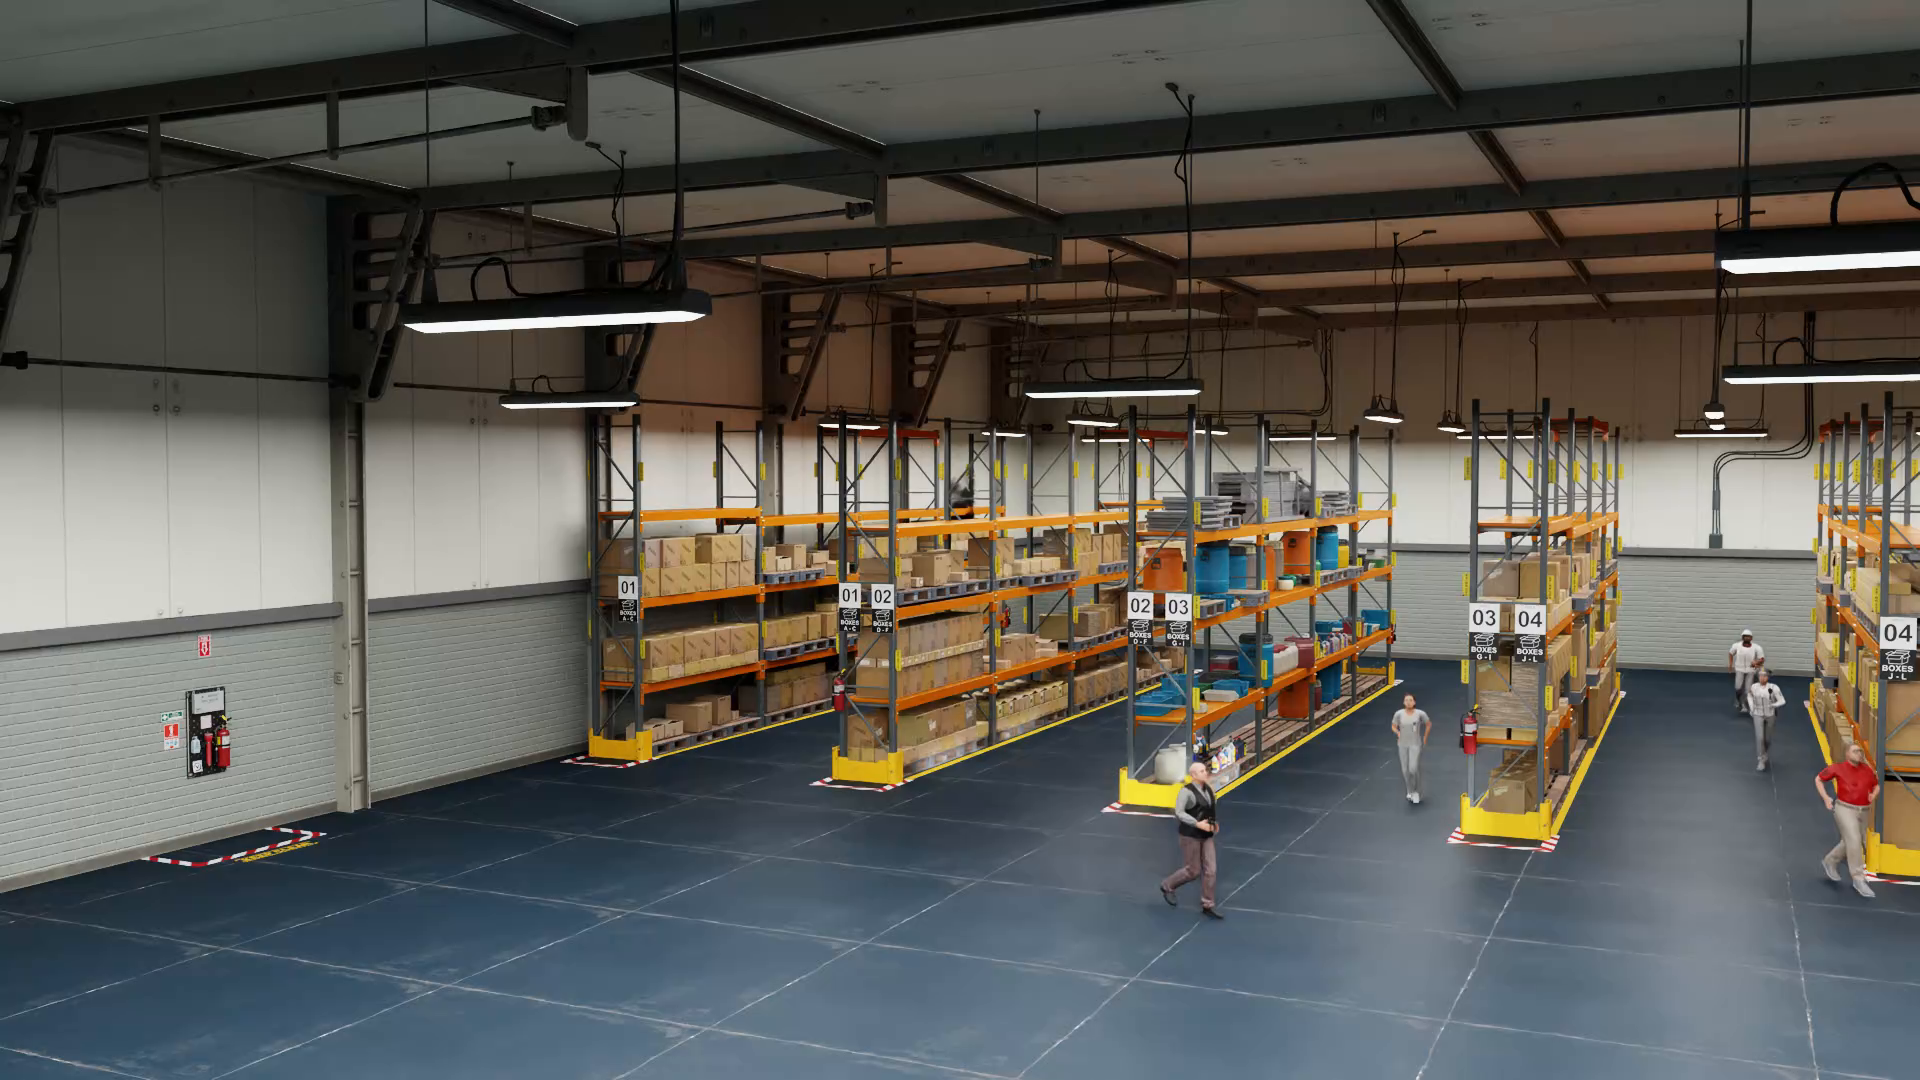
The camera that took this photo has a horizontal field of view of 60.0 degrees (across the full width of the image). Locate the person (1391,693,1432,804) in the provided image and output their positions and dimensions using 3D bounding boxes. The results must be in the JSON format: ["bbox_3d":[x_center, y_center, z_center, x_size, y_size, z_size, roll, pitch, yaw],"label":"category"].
[{"bbox_3d":[6.796,3.137,25.130,0.557,1.662,0.672,1,3,28],"label":"person"}]

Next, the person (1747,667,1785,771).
[{"bbox_3d":[13.640,3.000,28.160,0.603,1.710,0.861,1,3,29],"label":"person"}]

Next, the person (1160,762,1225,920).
[{"bbox_3d":[2.660,3.371,18.821,0.683,1.731,0.816,-2,3,-43],"label":"person"}]

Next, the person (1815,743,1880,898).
[{"bbox_3d":[10.734,3.316,19.976,0.711,1.745,0.928,-1,2,-16],"label":"person"}]

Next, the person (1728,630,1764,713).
[{"bbox_3d":[16.265,2.722,34.433,0.693,1.723,0.588,1,3,30],"label":"person"}]
